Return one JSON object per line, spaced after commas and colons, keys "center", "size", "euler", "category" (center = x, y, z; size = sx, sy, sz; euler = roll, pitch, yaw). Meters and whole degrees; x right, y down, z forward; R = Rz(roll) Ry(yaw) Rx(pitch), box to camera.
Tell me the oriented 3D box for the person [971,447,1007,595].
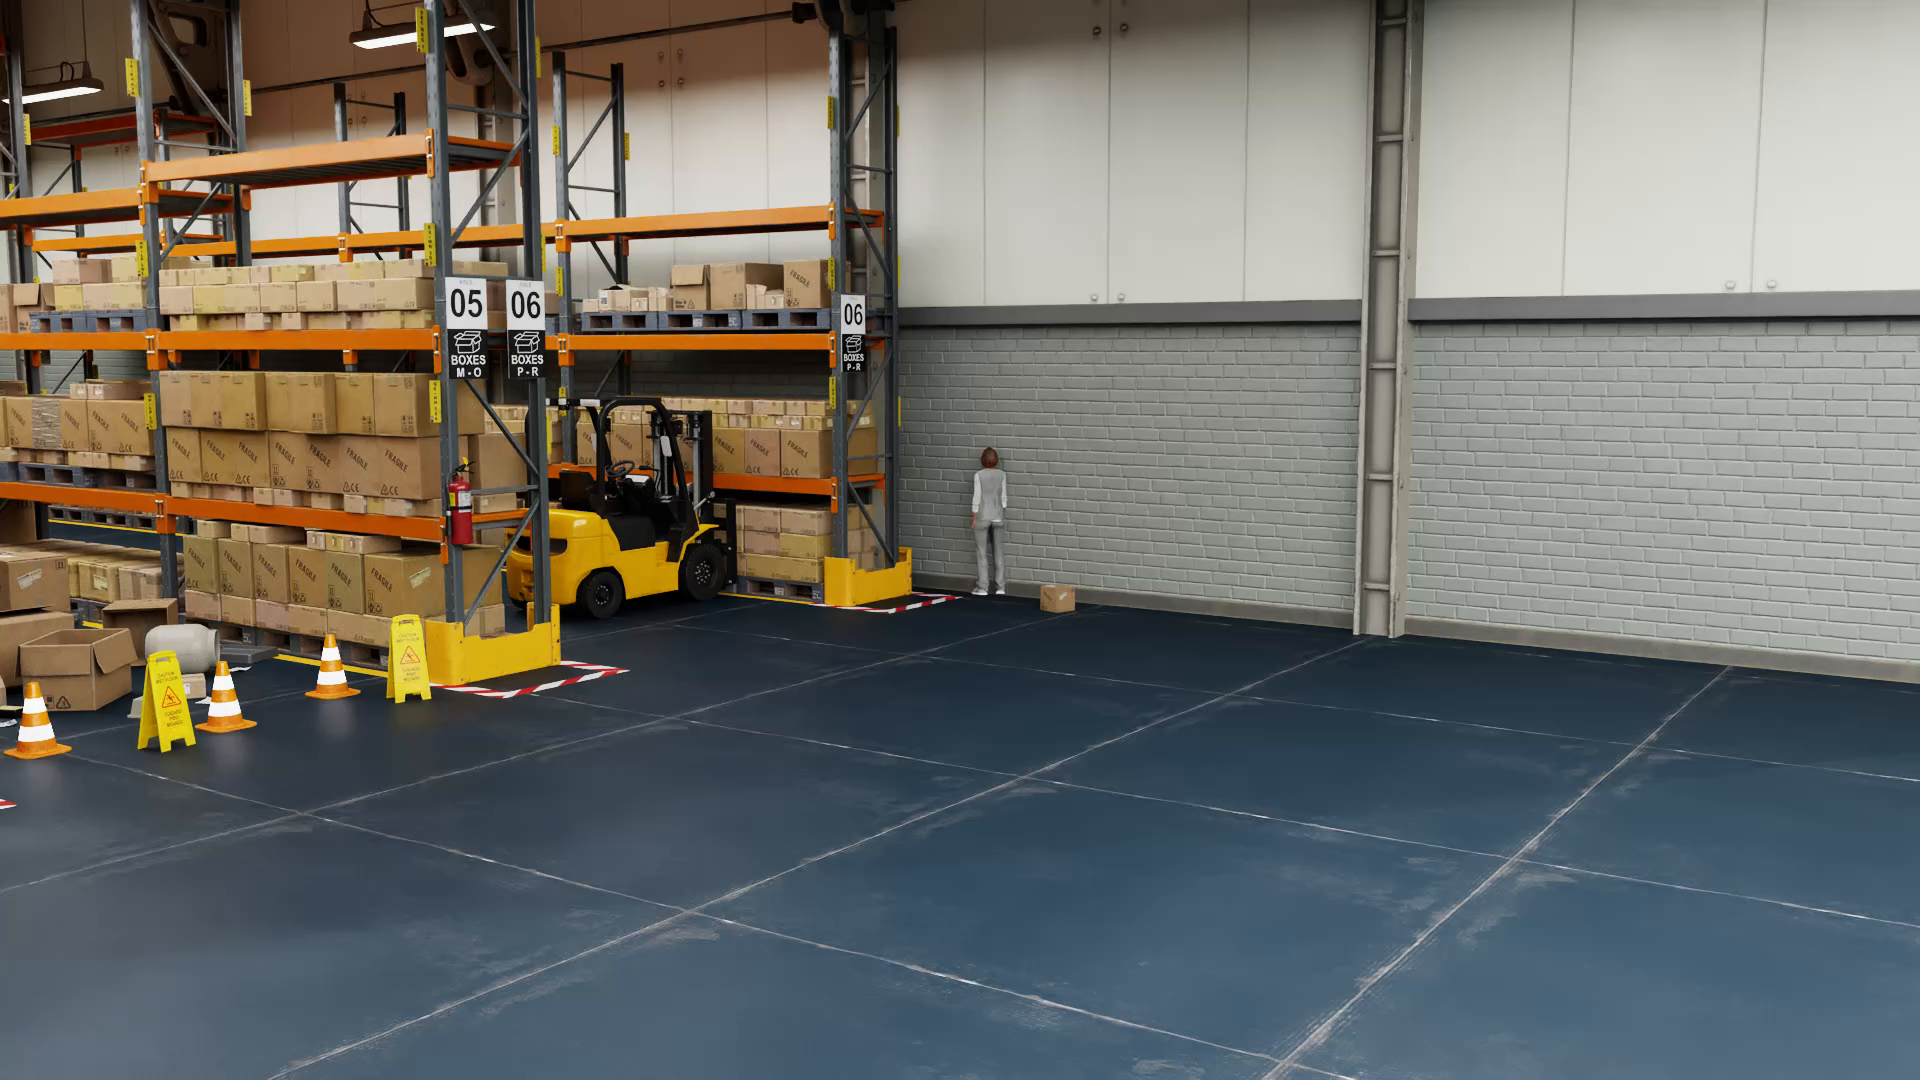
{"center": [0.309, -0.196, 17.905], "size": [0.409, 1.609, 0.309], "euler": [-2, 7, -18], "category": "person"}
